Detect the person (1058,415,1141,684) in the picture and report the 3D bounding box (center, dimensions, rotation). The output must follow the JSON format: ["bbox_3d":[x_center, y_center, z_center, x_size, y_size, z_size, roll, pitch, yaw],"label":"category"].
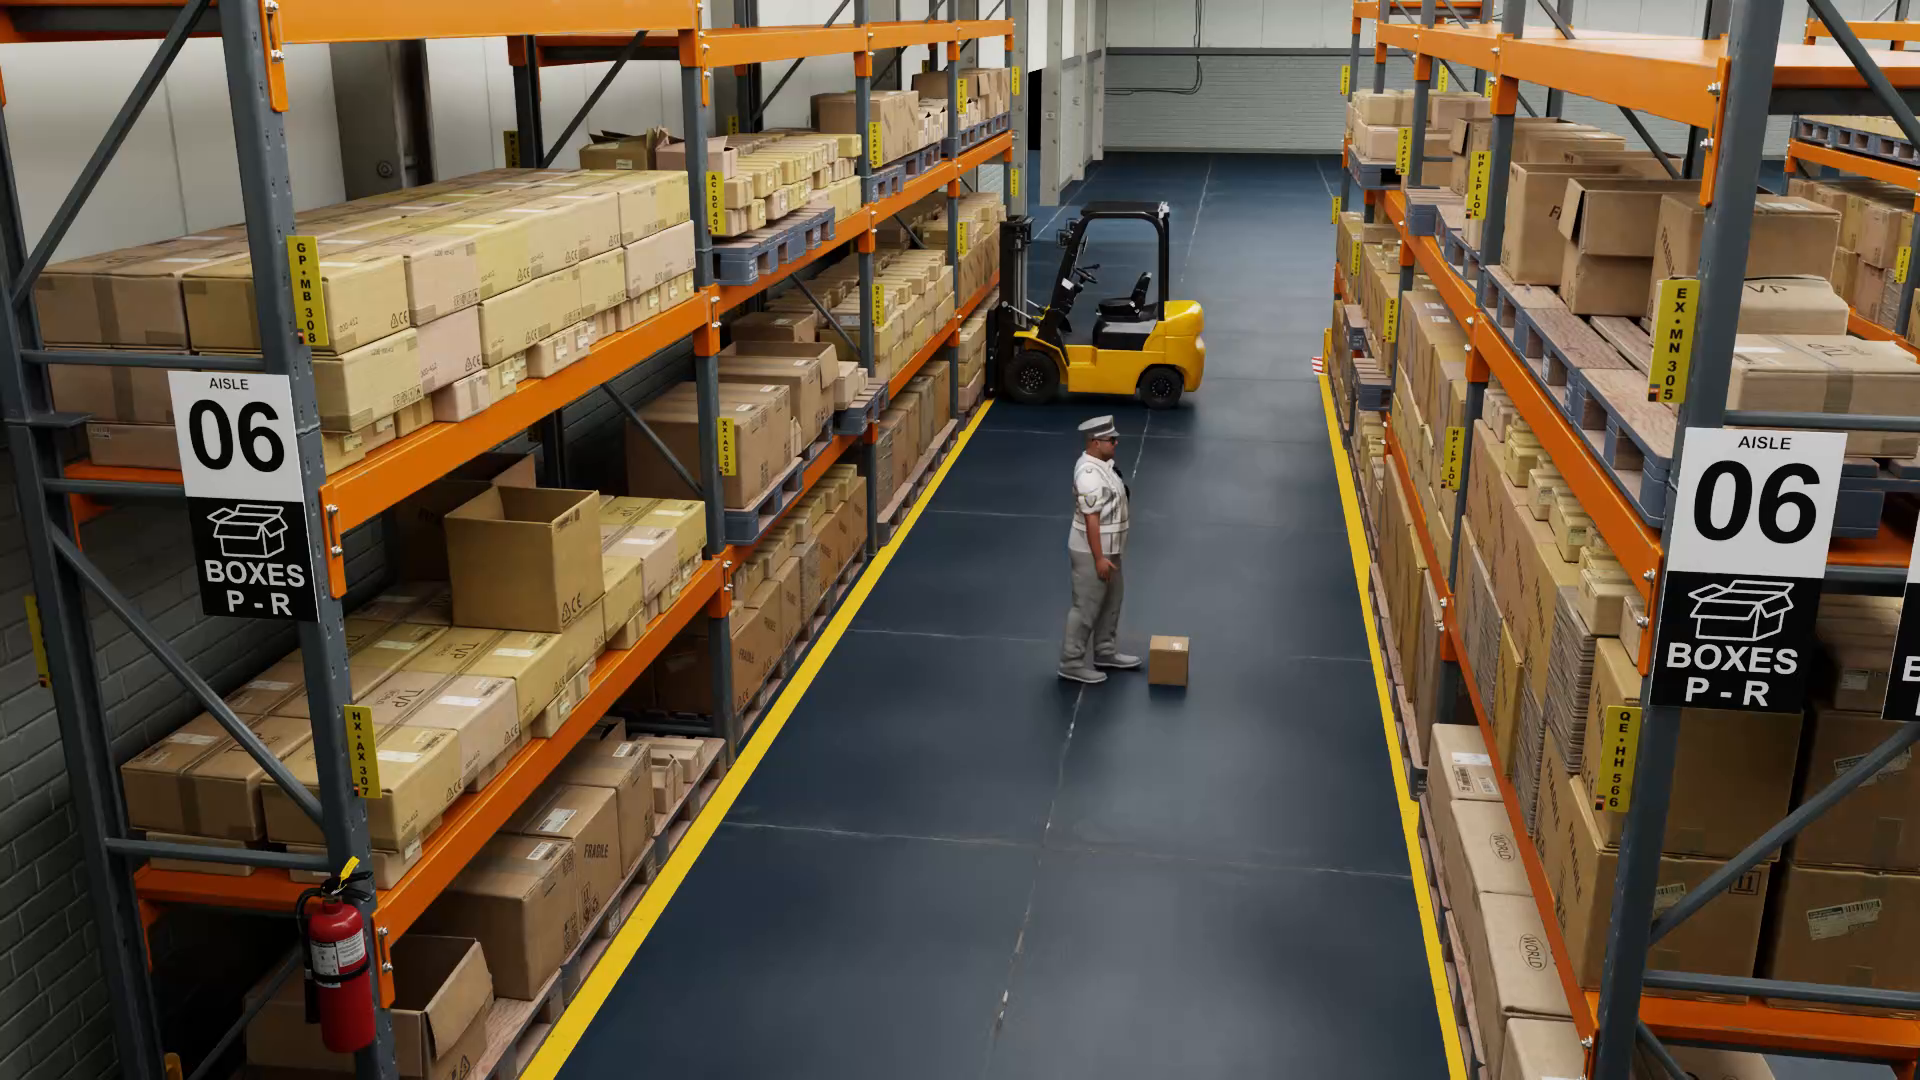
[{"bbox_3d":[0.936,0.051,10.865,0.534,1.775,0.530,3,18,9],"label":"person"}]
